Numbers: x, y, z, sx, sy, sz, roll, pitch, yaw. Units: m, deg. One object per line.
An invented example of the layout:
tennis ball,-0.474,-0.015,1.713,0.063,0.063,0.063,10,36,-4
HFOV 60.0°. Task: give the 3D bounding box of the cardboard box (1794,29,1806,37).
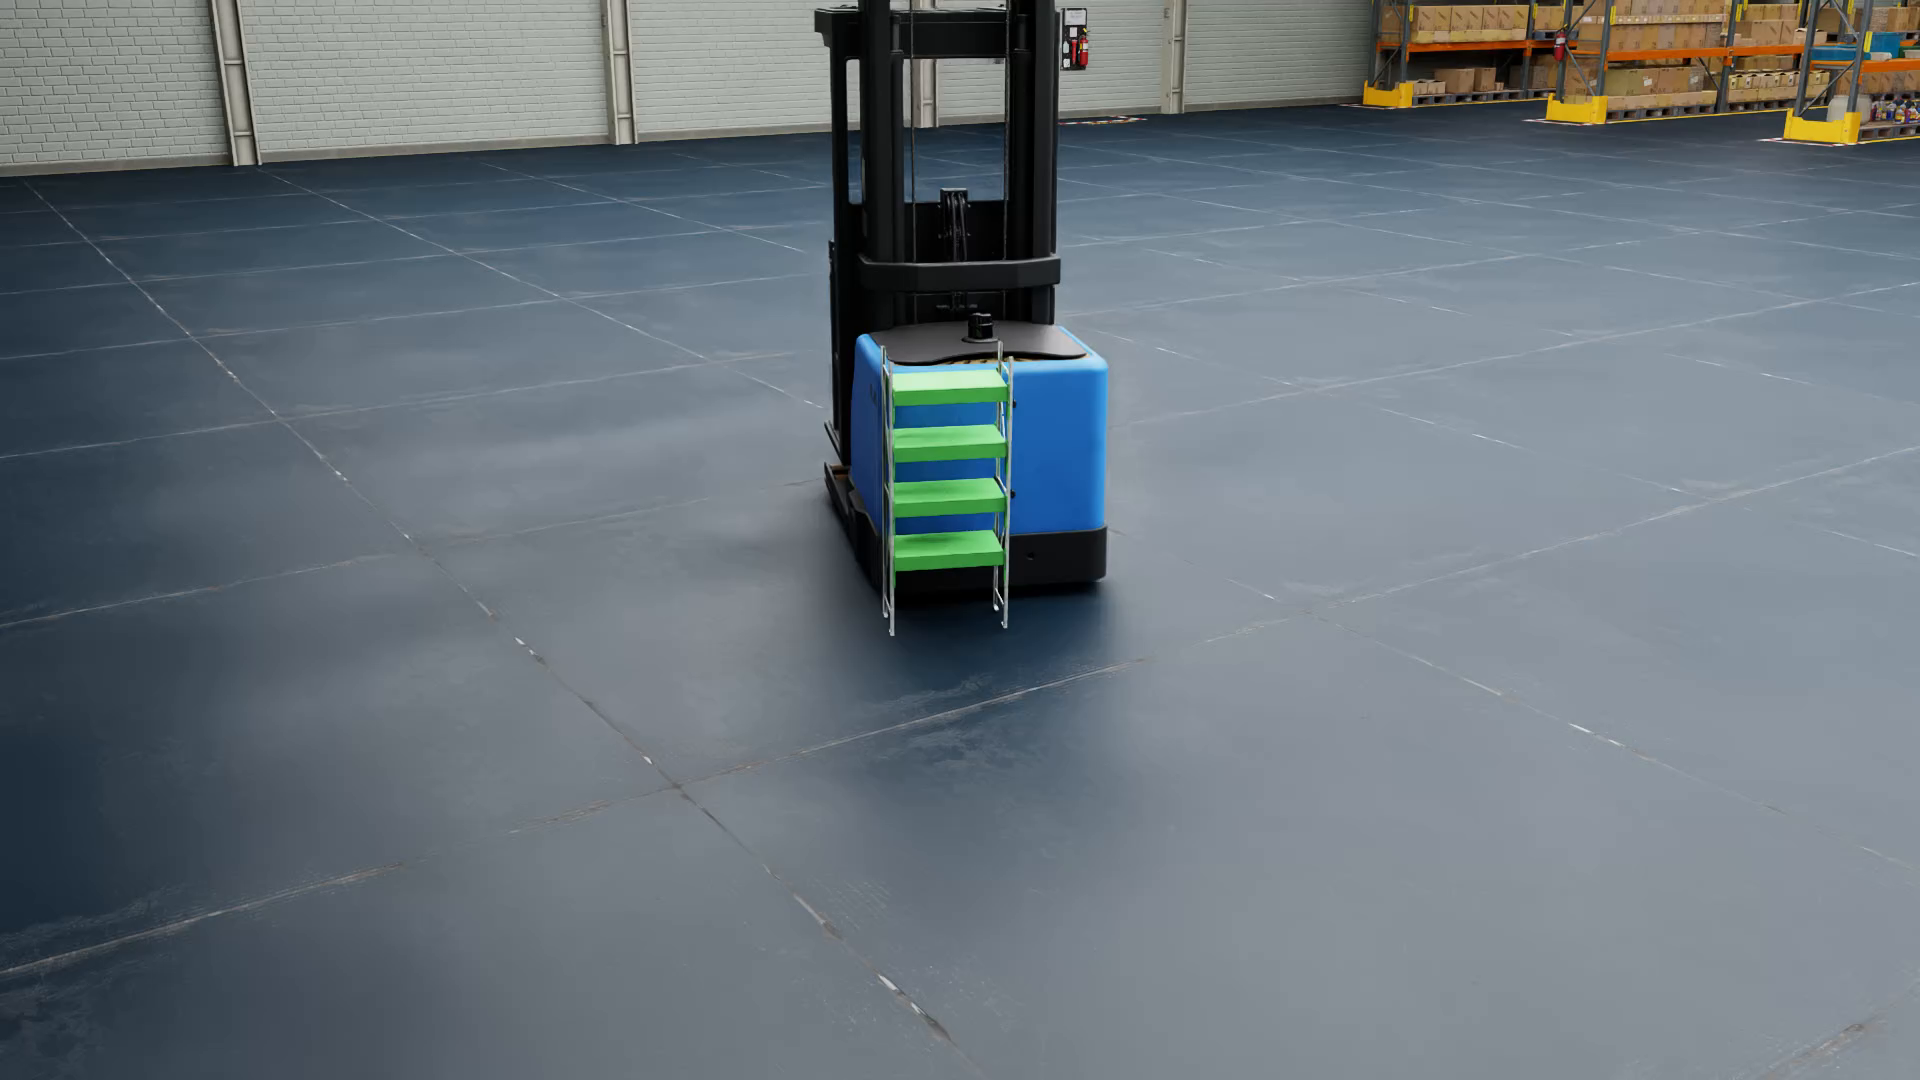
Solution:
cardboard box,17.822,-10.843,35.772,0.500,0.311,0.500,-12,22,-32

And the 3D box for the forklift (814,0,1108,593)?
forklift,-0.117,-1.586,8.360,1.130,2.935,3.031,-3,19,-10

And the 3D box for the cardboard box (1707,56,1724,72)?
cardboard box,18.817,-12.051,41.907,0.750,0.750,0.750,-12,22,-31

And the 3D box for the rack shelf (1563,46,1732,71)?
rack shelf,13.664,-9.593,33.060,4.000,0.370,1.077,-12,22,-31

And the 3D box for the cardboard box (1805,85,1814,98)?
cardboard box,17.941,-9.637,35.705,0.500,0.250,0.500,-12,22,-32

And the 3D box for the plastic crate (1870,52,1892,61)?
plastic crate,15.639,-8.202,28.235,0.250,0.136,0.298,-12,22,-31

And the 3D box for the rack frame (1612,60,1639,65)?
rack frame,15.947,-12.315,39.988,0.127,3.000,1.000,-12,22,-31

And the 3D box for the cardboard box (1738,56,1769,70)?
cardboard box,20.390,-12.226,42.973,0.500,0.500,0.700,-12,22,-32

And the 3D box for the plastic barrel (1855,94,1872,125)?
plastic barrel,15.641,-7.501,28.977,0.421,0.512,0.421,0,19,0

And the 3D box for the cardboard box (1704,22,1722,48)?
cardboard box,14.967,-10.253,33.734,0.500,0.500,0.700,-13,22,-33

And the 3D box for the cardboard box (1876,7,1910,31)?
cardboard box,20.958,-11.780,37.593,0.500,0.500,0.700,-8,20,-23

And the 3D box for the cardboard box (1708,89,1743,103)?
cardboard box,15.807,-9.187,34.374,0.500,0.250,0.500,-13,22,-33

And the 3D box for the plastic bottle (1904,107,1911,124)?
plastic bottle,16.599,-7.448,29.147,0.133,0.283,0.061,-11,22,-31

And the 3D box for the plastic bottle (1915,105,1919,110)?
plastic bottle,17.049,-7.602,29.601,0.133,0.283,0.061,-12,22,-31

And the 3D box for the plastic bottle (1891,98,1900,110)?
plastic bottle,16.995,-7.849,30.229,0.185,0.351,0.144,-13,23,-34

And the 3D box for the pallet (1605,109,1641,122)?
pallet,12.609,-8.406,32.780,1.213,0.211,1.003,-12,22,-31

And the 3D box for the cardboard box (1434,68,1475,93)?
cardboard box,11.010,-10.244,37.079,0.500,0.500,0.700,-14,23,-35

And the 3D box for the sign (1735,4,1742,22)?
sign,15.641,-10.585,33.397,0.005,0.325,0.100,-12,22,-31

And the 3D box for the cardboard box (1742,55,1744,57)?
cardboard box,20.397,-12.613,43.105,0.250,0.149,0.380,-13,22,-33

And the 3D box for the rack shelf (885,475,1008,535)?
rack shelf,-0.061,-0.149,6.987,0.480,0.148,0.258,-3,22,-10

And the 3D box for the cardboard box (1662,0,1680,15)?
cardboard box,13.710,-10.603,32.742,0.500,0.500,0.700,-12,22,-31

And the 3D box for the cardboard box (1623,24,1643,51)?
cardboard box,12.826,-9.801,32.397,0.500,0.500,0.700,-11,22,-30

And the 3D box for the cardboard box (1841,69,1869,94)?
cardboard box,19.646,-10.112,36.689,0.500,0.500,0.500,-13,23,-33

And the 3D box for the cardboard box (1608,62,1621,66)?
cardboard box,15.375,-11.198,39.901,0.500,0.500,0.700,-12,22,-31

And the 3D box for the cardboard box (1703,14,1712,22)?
cardboard box,14.800,-10.446,33.290,0.250,0.149,0.380,-13,22,-33

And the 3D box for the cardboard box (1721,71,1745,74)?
cardboard box,16.364,-9.777,35.242,0.500,0.311,0.500,-12,22,-32

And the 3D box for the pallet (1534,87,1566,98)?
pallet,14.276,-10.643,39.397,1.213,0.211,1.003,-12,22,-31

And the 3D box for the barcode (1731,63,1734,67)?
barcode,15.776,-9.699,33.966,0.075,0.075,0.001,-12,22,-31

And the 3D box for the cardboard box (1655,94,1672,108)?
cardboard box,13.817,-8.776,33.159,0.500,0.250,0.500,-12,22,-31

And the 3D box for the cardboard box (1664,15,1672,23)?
cardboard box,13.724,-10.218,32.617,0.250,0.149,0.380,-12,22,-31

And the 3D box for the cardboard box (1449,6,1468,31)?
cardboard box,10.683,-11.377,36.245,0.500,0.500,0.500,-13,22,-33

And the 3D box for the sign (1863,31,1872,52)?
sign,15.014,-8.239,27.500,0.005,0.325,0.100,-12,22,-31

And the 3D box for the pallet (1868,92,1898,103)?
pallet,20.337,-10.004,37.508,1.213,0.211,1.003,-12,22,-31

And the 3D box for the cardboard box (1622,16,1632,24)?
cardboard box,12.659,-9.995,31.956,0.250,0.149,0.380,-13,22,-33

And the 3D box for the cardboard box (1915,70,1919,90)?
cardboard box,21.761,-10.556,38.001,0.500,0.500,0.500,-12,22,-32

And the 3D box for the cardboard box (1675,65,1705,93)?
cardboard box,14.643,-9.312,33.574,0.500,0.500,0.500,-12,22,-31

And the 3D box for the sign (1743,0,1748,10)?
sign,19.595,-13.387,41.475,0.005,0.325,0.100,-12,22,-31

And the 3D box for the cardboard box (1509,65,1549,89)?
cardboard box,13.212,-10.769,38.630,0.500,0.500,0.700,-11,22,-30

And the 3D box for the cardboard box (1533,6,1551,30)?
cardboard box,13.051,-11.947,38.055,0.500,0.500,0.700,-12,22,-31

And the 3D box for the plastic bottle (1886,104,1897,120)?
plastic bottle,16.743,-7.704,29.915,0.135,0.276,0.152,-12,22,-31

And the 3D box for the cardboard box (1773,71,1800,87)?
cardboard box,17.519,-9.813,35.349,0.500,0.311,0.500,-12,22,-32

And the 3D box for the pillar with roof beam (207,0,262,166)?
pillar with roof beam,-8.302,-8.724,19.998,0.400,9.000,9.100,-12,22,-31

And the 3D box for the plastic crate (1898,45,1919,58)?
plastic crate,16.766,-8.696,29.615,0.662,0.188,0.450,-12,22,-31

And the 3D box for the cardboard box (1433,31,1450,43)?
cardboard box,10.274,-10.940,36.125,0.500,0.250,0.500,-13,22,-33

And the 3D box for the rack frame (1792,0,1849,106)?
rack frame,18.675,-10.991,36.070,0.127,3.000,1.000,-12,22,-31

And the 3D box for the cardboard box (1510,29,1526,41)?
cardboard box,12.378,-11.384,37.438,0.500,0.250,0.500,-12,22,-31

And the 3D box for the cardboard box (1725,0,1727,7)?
cardboard box,18.606,-13.334,41.180,0.500,0.250,0.500,-11,22,-30

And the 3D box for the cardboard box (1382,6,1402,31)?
cardboard box,9.543,-11.339,36.134,0.500,0.500,0.500,-12,22,-32

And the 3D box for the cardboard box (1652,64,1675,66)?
cardboard box,14.362,-9.449,33.979,0.500,0.500,0.500,-12,22,-31

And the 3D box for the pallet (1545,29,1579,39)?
pallet,14.317,-11.864,38.955,1.213,0.211,1.003,-12,22,-31

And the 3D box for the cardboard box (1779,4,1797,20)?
cardboard box,20.965,-13.511,43.056,0.700,0.700,0.980,-13,23,-34

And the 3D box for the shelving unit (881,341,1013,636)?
shelving unit,-0.061,-0.208,6.963,0.503,1.200,0.258,-3,22,-10

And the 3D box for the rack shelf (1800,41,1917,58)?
rack shelf,20.345,-11.002,37.228,4.000,0.370,1.077,-12,22,-31
